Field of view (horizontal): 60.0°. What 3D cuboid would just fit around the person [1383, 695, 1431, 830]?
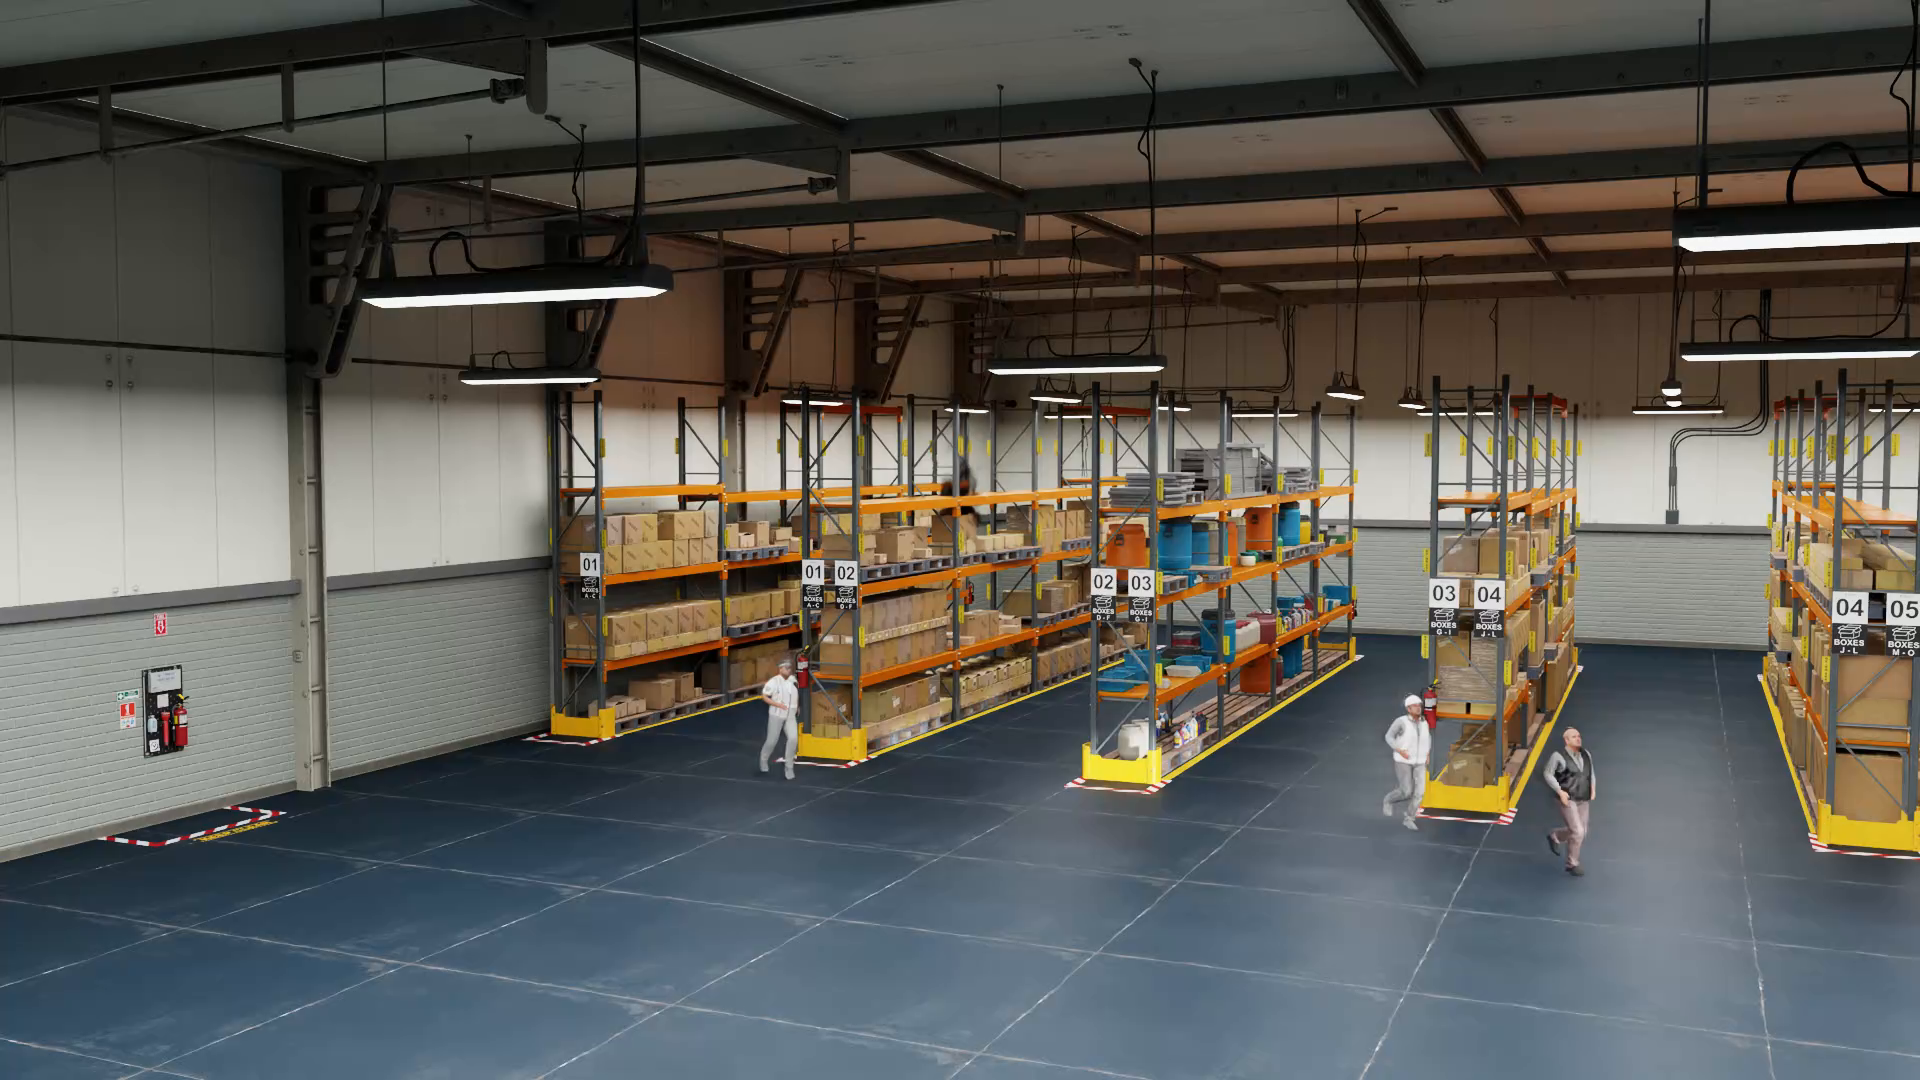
[{"bbox_3d":[5.959,2.934,22.069,0.671,1.759,0.627,-1,3,-16],"label":"person"}]

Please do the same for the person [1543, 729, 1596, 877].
[{"bbox_3d":[7.194,3.072,19.695,0.667,1.725,0.701,-1,3,-19],"label":"person"}]

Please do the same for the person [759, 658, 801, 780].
[{"bbox_3d":[-2.718,2.715,25.504,0.703,1.815,0.882,-2,4,-32],"label":"person"}]
